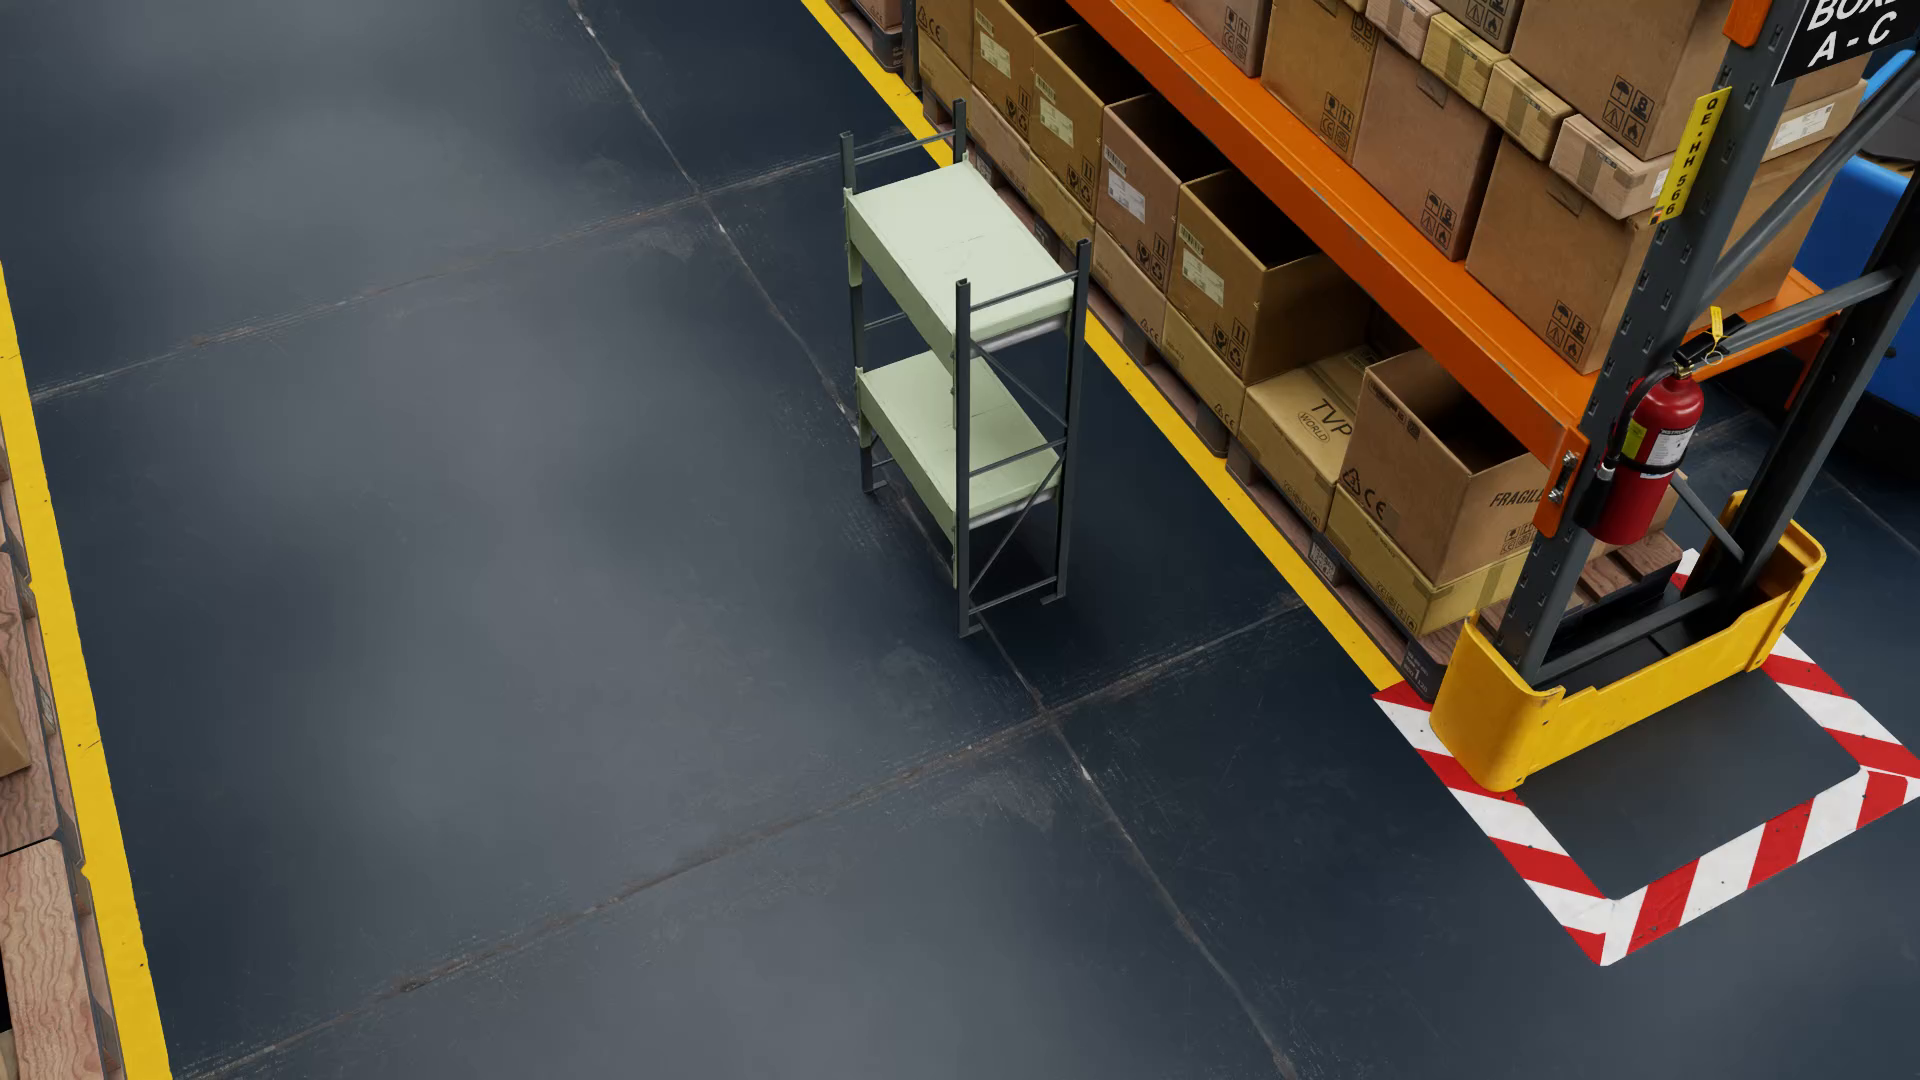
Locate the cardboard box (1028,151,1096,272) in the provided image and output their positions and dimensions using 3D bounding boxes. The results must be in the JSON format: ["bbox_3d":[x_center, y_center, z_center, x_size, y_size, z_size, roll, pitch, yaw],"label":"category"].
[{"bbox_3d":[0.605,-1.355,6.490,0.500,0.250,0.500,-21,52,-18],"label":"cardboard box"}]

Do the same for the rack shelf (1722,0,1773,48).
[{"bbox_3d":[1.129,-2.621,4.535,1.077,0.370,4.000,-21,52,-18],"label":"rack shelf"}]

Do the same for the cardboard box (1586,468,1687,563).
[{"bbox_3d":[1.996,-0.201,5.480,0.500,0.250,0.500,-21,52,-18],"label":"cardboard box"}]

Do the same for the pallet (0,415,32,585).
[{"bbox_3d":[-3.851,-0.145,5.737,1.003,0.211,1.213,-21,52,-18],"label":"pallet"}]

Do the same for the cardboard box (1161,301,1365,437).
[{"bbox_3d":[1.066,-0.687,5.906,0.500,0.250,0.500,-21,52,-18],"label":"cardboard box"}]

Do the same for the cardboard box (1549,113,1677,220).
[{"bbox_3d":[1.700,-0.969,4.107,0.380,0.149,0.250,-22,52,-18],"label":"cardboard box"}]

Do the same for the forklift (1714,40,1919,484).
[{"bbox_3d":[4.169,-2.114,5.652,1.130,2.935,3.031,36,58,27],"label":"forklift"}]

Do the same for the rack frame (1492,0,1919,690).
[{"bbox_3d":[2.044,-0.532,4.223,1.000,3.000,0.127,-21,52,-18],"label":"rack frame"}]

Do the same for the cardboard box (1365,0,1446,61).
[{"bbox_3d":[1.348,-1.484,4.557,0.380,0.149,0.250,-21,52,-17],"label":"cardboard box"}]

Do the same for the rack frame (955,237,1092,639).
[{"bbox_3d":[0.171,-0.244,4.967,0.400,1.500,0.023,-21,52,-18],"label":"rack frame"}]

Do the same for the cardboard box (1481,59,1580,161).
[{"bbox_3d":[1.579,-1.143,4.260,0.380,0.149,0.250,-20,52,-17],"label":"cardboard box"}]

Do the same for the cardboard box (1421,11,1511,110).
[{"bbox_3d":[1.461,-1.314,4.410,0.380,0.149,0.250,-22,52,-18],"label":"cardboard box"}]

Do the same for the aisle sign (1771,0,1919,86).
[{"bbox_3d":[1.813,-1.243,3.117,0.394,0.787,0.004,-21,52,-18],"label":"aisle sign"}]

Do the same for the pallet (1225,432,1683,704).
[{"bbox_3d":[1.657,-0.112,5.707,1.003,0.211,1.213,-21,52,-18],"label":"pallet"}]

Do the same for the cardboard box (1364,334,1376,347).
[{"bbox_3d":[1.536,-0.869,6.065,0.500,0.250,0.500,-21,52,-18],"label":"cardboard box"}]

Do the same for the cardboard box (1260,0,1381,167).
[{"bbox_3d":[1.375,-1.566,5.060,0.700,0.500,0.500,-21,52,-17],"label":"cardboard box"}]

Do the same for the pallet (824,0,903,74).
[{"bbox_3d":[-0.158,-2.771,8.033,1.003,0.211,1.213,-21,52,-18],"label":"pallet"}]

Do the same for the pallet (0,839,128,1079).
[{"bbox_3d":[-2.734,1.488,4.308,1.003,0.211,1.213,-21,52,-18],"label":"pallet"}]

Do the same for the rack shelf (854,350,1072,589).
[{"bbox_3d":[0.003,-0.275,5.427,0.431,0.370,0.720,-21,52,-18],"label":"rack shelf"}]

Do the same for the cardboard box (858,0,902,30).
[{"bbox_3d":[-0.234,-2.620,7.596,0.500,0.250,0.500,-22,52,-18],"label":"cardboard box"}]

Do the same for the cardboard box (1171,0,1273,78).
[{"bbox_3d":[1.131,-1.917,5.368,0.700,0.500,0.500,-20,52,-16],"label":"cardboard box"}]

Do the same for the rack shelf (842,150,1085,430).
[{"bbox_3d":[0.003,-0.746,4.888,0.431,0.370,0.720,-21,52,-18],"label":"rack shelf"}]

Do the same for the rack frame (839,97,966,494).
[{"bbox_3d":[-0.164,-0.734,5.396,0.400,1.500,0.023,-21,52,-18],"label":"rack frame"}]

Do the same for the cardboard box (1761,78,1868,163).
[{"bbox_3d":[2.056,-1.115,4.235,0.380,0.149,0.250,-22,52,-18],"label":"cardboard box"}]

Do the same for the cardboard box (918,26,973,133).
[{"bbox_3d":[0.156,-2.027,7.078,0.500,0.250,0.500,-21,52,-18],"label":"cardboard box"}]

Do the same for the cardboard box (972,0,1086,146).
[{"bbox_3d":[0.383,-1.939,6.503,0.500,0.500,0.500,-21,52,-18],"label":"cardboard box"}]

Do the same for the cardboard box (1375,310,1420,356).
[{"bbox_3d":[1.766,-0.782,5.490,0.500,0.500,0.500,-21,52,-18],"label":"cardboard box"}]

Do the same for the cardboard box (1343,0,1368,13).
[{"bbox_3d":[1.228,-1.659,4.711,0.380,0.149,0.250,-20,52,-16],"label":"cardboard box"}]

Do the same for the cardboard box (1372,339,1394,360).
[{"bbox_3d":[1.764,-0.534,5.772,0.500,0.250,0.500,-21,52,-18],"label":"cardboard box"}]

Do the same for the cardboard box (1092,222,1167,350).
[{"bbox_3d":[0.839,-1.022,6.199,0.500,0.250,0.500,-21,52,-18],"label":"cardboard box"}]

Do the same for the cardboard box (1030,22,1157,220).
[{"bbox_3d":[0.605,-1.602,6.208,0.500,0.500,0.500,-21,52,-18],"label":"cardboard box"}]

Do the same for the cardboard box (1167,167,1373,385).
[{"bbox_3d":[1.063,-0.933,5.623,0.500,0.500,0.500,-21,52,-18],"label":"cardboard box"}]

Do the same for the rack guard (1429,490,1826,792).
[{"bbox_3d":[2.055,0.307,5.149,1.175,0.500,0.348,-21,52,-18],"label":"rack guard"}]

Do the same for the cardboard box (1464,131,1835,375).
[{"bbox_3d":[1.842,-0.882,4.462,0.700,0.500,0.500,-21,52,-18],"label":"cardboard box"}]

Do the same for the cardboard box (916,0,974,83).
[{"bbox_3d":[0.147,-2.271,6.793,0.500,0.500,0.500,-21,52,-18],"label":"cardboard box"}]

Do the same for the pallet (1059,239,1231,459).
[{"bbox_3d":[1.102,-0.927,6.420,1.003,0.211,1.213,-21,52,-18],"label":"pallet"}]

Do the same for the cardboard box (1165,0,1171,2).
[{"bbox_3d":[0.895,-2.259,5.667,0.700,0.500,0.500,-20,52,-17],"label":"cardboard box"}]

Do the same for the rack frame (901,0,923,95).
[{"bbox_3d":[0.213,-3.209,6.564,1.000,3.000,0.127,-21,52,-18],"label":"rack frame"}]

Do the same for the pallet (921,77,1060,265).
[{"bbox_3d":[0.540,-1.745,7.136,1.003,0.211,1.213,-21,52,-18],"label":"pallet"}]

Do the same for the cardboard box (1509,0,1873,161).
[{"bbox_3d":[1.817,-1.344,4.005,0.700,0.500,0.500,-21,52,-17],"label":"cardboard box"}]

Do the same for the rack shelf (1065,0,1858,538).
[{"bbox_3d":[1.129,-1.634,5.664,1.077,0.370,4.000,-21,52,-18],"label":"rack shelf"}]

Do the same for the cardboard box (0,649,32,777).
[{"bbox_3d":[-3.148,0.471,4.714,0.700,0.500,0.500,-24,53,-20],"label":"cardboard box"}]

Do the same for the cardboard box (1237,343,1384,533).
[{"bbox_3d":[1.296,-0.353,5.614,0.500,0.250,0.500,-21,52,-18],"label":"cardboard box"}]

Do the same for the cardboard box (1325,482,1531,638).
[{"bbox_3d":[1.536,-0.022,5.324,0.500,0.250,0.500,-21,52,-18],"label":"cardboard box"}]

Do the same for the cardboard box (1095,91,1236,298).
[{"bbox_3d":[0.836,-1.268,5.916,0.500,0.500,0.500,-21,52,-18],"label":"cardboard box"}]

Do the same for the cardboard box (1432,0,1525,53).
[{"bbox_3d":[1.572,-1.695,4.311,0.700,0.500,0.500,-22,53,-18],"label":"cardboard box"}]

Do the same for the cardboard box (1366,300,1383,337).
[{"bbox_3d":[1.525,-1.112,5.779,0.500,0.500,0.500,-21,52,-18],"label":"cardboard box"}]

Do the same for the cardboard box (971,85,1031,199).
[{"bbox_3d":[0.380,-1.691,6.784,0.500,0.250,0.500,-21,52,-18],"label":"cardboard box"}]

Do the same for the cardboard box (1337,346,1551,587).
[{"bbox_3d":[1.534,-0.268,5.042,0.500,0.500,0.500,-21,52,-18],"label":"cardboard box"}]

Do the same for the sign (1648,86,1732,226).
[{"bbox_3d":[1.555,-0.814,3.542,0.100,0.325,0.005,-21,52,-18],"label":"sign"}]

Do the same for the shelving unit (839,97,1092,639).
[{"bbox_3d":[0.003,-0.489,5.182,0.431,1.500,0.755,-21,52,-18],"label":"shelving unit"}]

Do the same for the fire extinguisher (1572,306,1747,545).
[{"bbox_3d":[1.685,-0.268,4.043,0.296,0.674,0.183,-21,52,-18],"label":"fire extinguisher"}]

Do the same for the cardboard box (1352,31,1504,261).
[{"bbox_3d":[1.597,-1.232,4.768,0.700,0.500,0.500,-20,52,-17],"label":"cardboard box"}]

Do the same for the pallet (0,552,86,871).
[{"bbox_3d":[-3.288,0.672,5.022,1.003,0.211,1.213,-21,52,-18],"label":"pallet"}]
